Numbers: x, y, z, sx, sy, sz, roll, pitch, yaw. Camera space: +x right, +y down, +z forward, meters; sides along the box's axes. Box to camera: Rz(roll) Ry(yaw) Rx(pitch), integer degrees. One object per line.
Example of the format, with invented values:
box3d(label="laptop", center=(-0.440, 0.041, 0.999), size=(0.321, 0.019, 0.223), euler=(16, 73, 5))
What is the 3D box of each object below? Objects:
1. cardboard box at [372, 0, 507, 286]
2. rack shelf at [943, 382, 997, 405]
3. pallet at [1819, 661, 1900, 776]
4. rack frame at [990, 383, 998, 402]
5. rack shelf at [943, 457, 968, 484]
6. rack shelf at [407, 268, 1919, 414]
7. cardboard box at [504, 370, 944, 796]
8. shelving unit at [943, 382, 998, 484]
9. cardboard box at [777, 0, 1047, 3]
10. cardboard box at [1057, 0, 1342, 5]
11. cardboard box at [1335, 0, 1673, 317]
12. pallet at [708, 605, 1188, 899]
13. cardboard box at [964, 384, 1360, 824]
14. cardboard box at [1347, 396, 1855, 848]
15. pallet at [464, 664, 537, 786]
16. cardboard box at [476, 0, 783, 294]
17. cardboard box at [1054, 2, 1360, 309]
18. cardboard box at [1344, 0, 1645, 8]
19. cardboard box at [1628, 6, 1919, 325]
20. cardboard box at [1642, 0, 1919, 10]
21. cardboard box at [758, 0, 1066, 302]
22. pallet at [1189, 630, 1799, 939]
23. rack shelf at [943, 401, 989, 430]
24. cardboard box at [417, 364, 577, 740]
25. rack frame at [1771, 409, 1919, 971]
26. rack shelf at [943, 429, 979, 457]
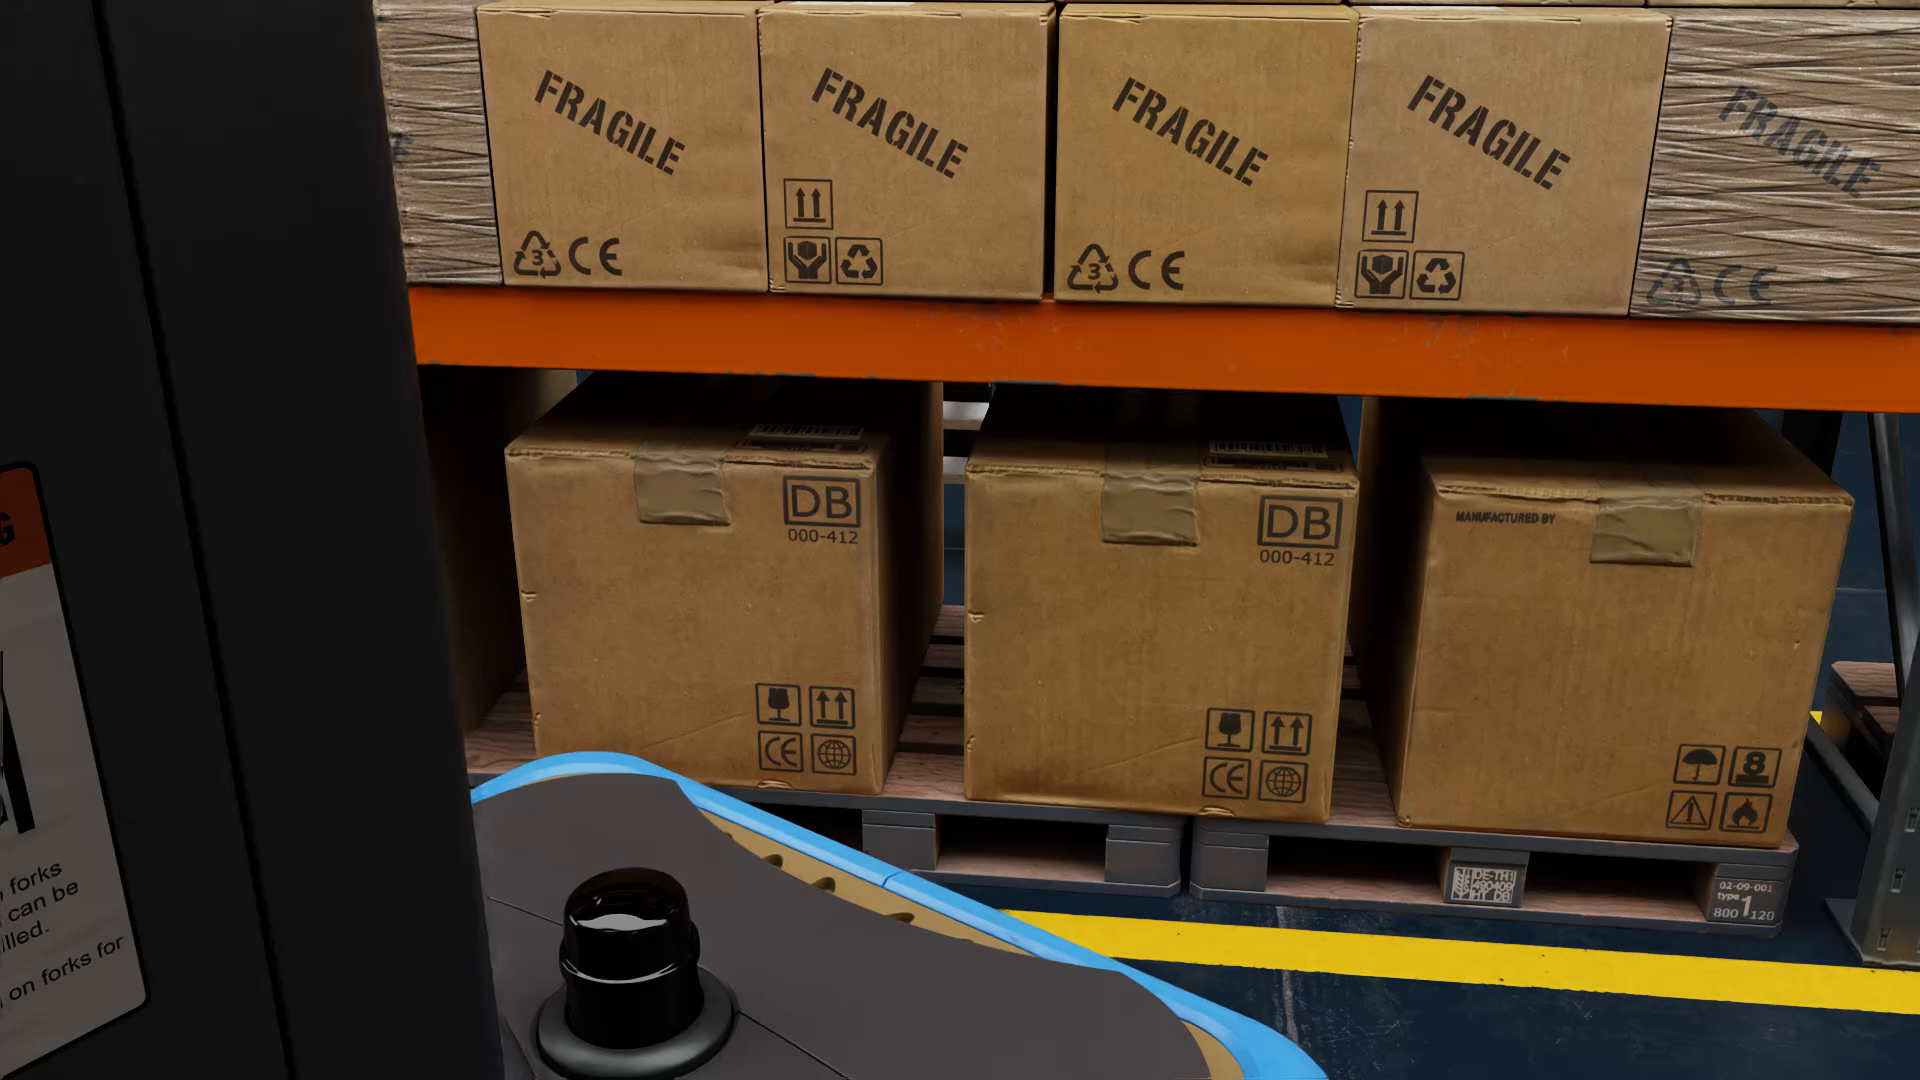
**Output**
box3d(label="cardboard box", center=(-1.068, -0.805, 3.260), size=(0.500, 0.500, 0.500), euler=(3, 22, 7))
box3d(label="rack shelf", center=(0.008, -0.471, 5.253), size=(0.200, 0.077, 0.258), euler=(2, 22, 6))
box3d(label="pallet", center=(2.688, 0.603, 3.627), size=(1.213, 0.211, 1.003), euler=(2, 22, 6))
box3d(label="rack frame", center=(0.109, -0.414, 5.262), size=(0.006, 0.900, 0.240), euler=(2, 22, 6))
box3d(label="rack shelf", center=(0.008, -0.220, 5.352), size=(0.200, 0.077, 0.258), euler=(2, 22, 6))
box3d(label="rack shelf", center=(-0.074, -0.480, 3.552), size=(4.000, 0.370, 1.077), euler=(2, 22, 6))
box3d(label="cardboard box", center=(-0.476, -0.013, 3.881), size=(0.750, 0.750, 1.050), euler=(2, 22, 6))
box3d(label="shelving unit", center=(0.008, -0.418, 5.273), size=(0.210, 0.900, 0.258), euler=(2, 22, 6))
box3d(label="cardboard box", center=(-0.053, -1.327, 3.221), size=(0.500, 0.500, 0.700), euler=(2, 22, 6))
box3d(label="cardboard box", center=(0.455, -1.305, 3.165), size=(0.500, 0.500, 0.700), euler=(2, 22, 5))
box3d(label="cardboard box", center=(0.938, -0.718, 3.040), size=(0.500, 0.500, 0.500), euler=(2, 22, 6))
box3d(label="pallet", center=(-0.070, 0.454, 4.005), size=(1.213, 0.211, 1.003), euler=(2, 22, 6))
box3d(label="cardboard box", center=(0.449, 0.027, 3.780), size=(0.750, 0.750, 1.050), euler=(3, 22, 7))
box3d(label="cardboard box", center=(1.318, 0.064, 3.687), size=(0.750, 0.750, 1.050), euler=(2, 22, 6))
box3d(label="pallet", center=(-1.285, 0.402, 4.137), size=(1.213, 0.211, 1.003), euler=(2, 22, 6))
box3d(label="cardboard box", center=(-0.572, -0.782, 3.203), size=(0.500, 0.500, 0.500), euler=(2, 22, 6))
box3d(label="cardboard box", center=(0.441, -0.740, 3.095), size=(0.500, 0.500, 0.500), euler=(2, 22, 5))
box3d(label="cardboard box", center=(0.965, -1.284, 3.111), size=(0.500, 0.500, 0.700), euler=(2, 22, 6))
box3d(label="cardboard box", center=(1.433, -0.696, 2.984), size=(0.500, 0.500, 0.500), euler=(2, 22, 6))
box3d(label="cardboard box", center=(1.467, -1.262, 3.057), size=(0.500, 0.500, 0.700), euler=(2, 22, 6))
box3d(label="cardboard box", center=(-0.068, -0.760, 3.147), size=(0.500, 0.500, 0.500), euler=(3, 22, 7))
box3d(label="pallet", center=(1.138, 0.507, 3.870), size=(1.213, 0.211, 1.003), euler=(2, 22, 6))
box3d(label="rack shelf", center=(0.008, -0.387, 5.286), size=(0.200, 0.077, 0.258), euler=(2, 22, 6))
box3d(label="cardboard box", center=(-1.433, -0.056, 3.990), size=(0.750, 0.750, 1.050), euler=(2, 22, 6))
box3d(label="rack frame", center=(1.912, -0.728, 3.201), size=(0.127, 3.000, 1.000), euler=(2, 22, 6))
box3d(label="rack shelf", center=(0.008, -0.303, 5.319), size=(0.200, 0.077, 0.258), euler=(2, 22, 6))
